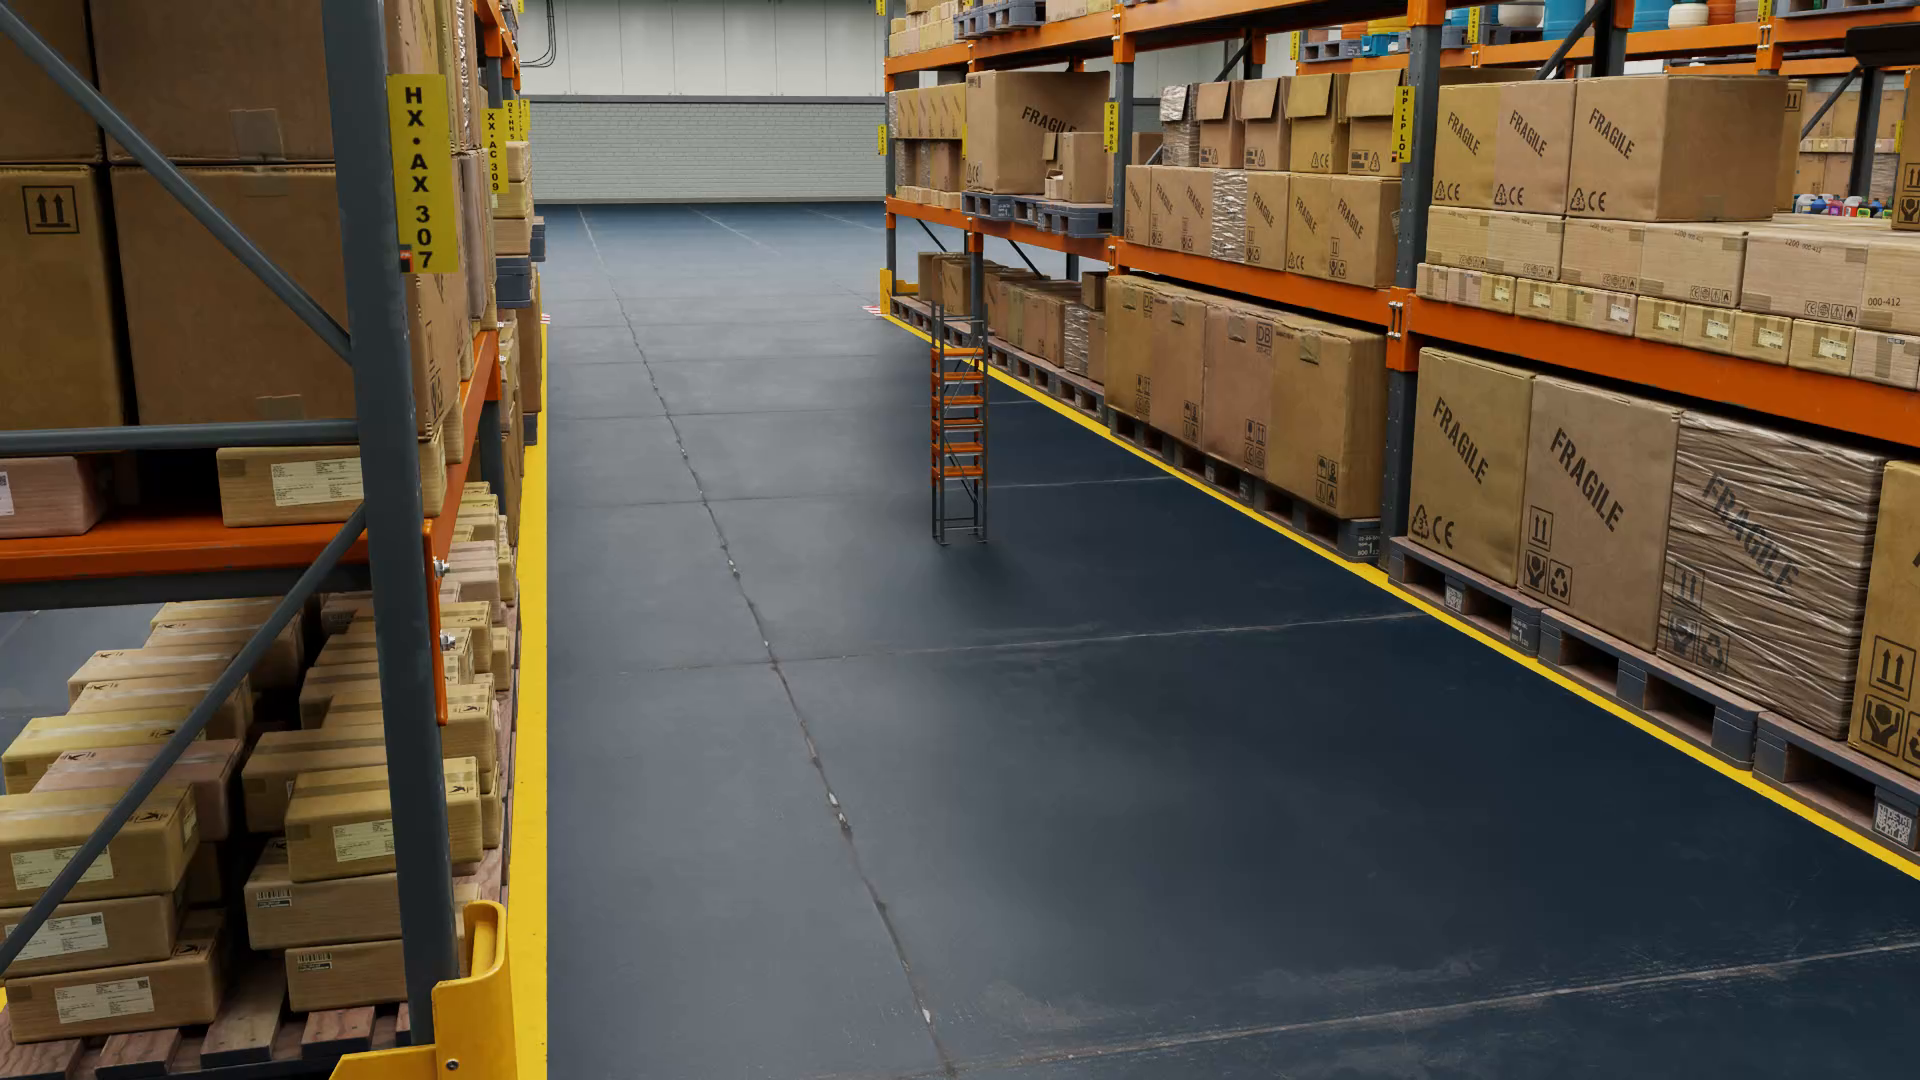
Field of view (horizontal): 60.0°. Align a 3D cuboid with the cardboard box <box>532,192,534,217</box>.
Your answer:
[{"bbox_3d":[-2.746,-1.999,9.935,0.380,0.149,0.250,-3,14,-12],"label":"cardboard box"}]

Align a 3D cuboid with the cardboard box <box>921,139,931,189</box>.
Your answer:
[{"bbox_3d":[0.070,-3.942,17.406,0.875,0.500,0.500,-3,14,-13],"label":"cardboard box"}]

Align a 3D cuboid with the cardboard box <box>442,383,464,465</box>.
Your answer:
[{"bbox_3d":[-1.298,-0.252,3.669,0.380,0.149,0.250,-4,14,-15],"label":"cardboard box"}]

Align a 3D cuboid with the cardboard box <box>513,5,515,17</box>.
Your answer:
[{"bbox_3d":[-4.304,-4.913,15.328,0.380,0.149,0.250,-3,14,-13],"label":"cardboard box"}]

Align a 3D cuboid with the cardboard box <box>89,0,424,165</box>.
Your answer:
[{"bbox_3d":[-1.277,-0.957,3.080,0.500,0.500,0.500,-3,14,-14],"label":"cardboard box"}]

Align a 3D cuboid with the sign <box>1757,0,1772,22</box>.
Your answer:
[{"bbox_3d":[5.818,-3.909,12.006,0.100,0.325,0.005,-3,14,-13],"label":"sign"}]

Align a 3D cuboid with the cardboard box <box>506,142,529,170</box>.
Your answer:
[{"bbox_3d":[-2.446,-1.991,8.645,0.380,0.149,0.250,-3,14,-10],"label":"cardboard box"}]

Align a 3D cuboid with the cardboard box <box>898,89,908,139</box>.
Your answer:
[{"bbox_3d":[-0.367,-4.525,17.685,0.500,0.500,0.500,-3,14,-13],"label":"cardboard box"}]

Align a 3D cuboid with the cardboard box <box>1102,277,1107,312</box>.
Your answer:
[{"bbox_3d":[1.350,-1.775,12.133,0.500,0.250,0.500,-3,14,-11],"label":"cardboard box"}]

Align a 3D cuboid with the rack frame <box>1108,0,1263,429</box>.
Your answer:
[{"bbox_3d":[1.537,-2.259,11.352,1.000,3.000,0.127,-3,14,-13],"label":"rack frame"}]

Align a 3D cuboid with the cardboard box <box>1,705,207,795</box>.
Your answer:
[{"bbox_3d":[-1.988,0.510,3.887,0.380,0.149,0.250,-4,14,-14],"label":"cardboard box"}]

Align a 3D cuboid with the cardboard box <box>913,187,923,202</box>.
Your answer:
[{"bbox_3d":[-0.292,-3.671,17.663,0.380,0.149,0.250,-3,14,-13],"label":"cardboard box"}]

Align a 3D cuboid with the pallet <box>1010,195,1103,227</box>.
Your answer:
[{"bbox_3d":[1.032,-2.620,13.234,1.003,0.211,1.213,-3,14,-13],"label":"pallet"}]

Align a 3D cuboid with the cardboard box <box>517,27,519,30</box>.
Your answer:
[{"bbox_3d":[-4.780,-5.381,17.245,0.380,0.149,0.250,-3,14,-13],"label":"cardboard box"}]

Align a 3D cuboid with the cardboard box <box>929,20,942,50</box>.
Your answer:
[{"bbox_3d":[-0.001,-4.895,16.137,0.500,0.250,0.500,-3,14,-14],"label":"cardboard box"}]

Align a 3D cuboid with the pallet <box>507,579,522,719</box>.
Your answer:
[{"bbox_3d":[-2.177,0.425,6.243,1.003,0.211,1.213,-3,14,-13],"label":"pallet"}]

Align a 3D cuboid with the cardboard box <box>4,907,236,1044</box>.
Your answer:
[{"bbox_3d":[-1.756,0.911,3.499,0.380,0.149,0.250,-3,14,-12],"label":"cardboard box"}]

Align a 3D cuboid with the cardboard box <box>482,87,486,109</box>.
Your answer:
[{"bbox_3d":[-3.524,-2.761,11.088,0.700,0.500,0.500,-3,14,-14],"label":"cardboard box"}]

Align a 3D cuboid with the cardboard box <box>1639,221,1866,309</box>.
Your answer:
[{"bbox_3d":[2.679,-0.936,5.628,0.500,0.250,0.500,-3,14,-13],"label":"cardboard box"}]

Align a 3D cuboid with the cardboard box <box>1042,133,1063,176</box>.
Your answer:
[{"bbox_3d":[1.094,-3.041,13.451,0.797,0.503,0.637,-2,14,-7],"label":"cardboard box"}]

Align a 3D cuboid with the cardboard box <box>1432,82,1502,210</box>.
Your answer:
[{"bbox_3d":[2.340,-1.647,6.958,0.500,0.500,0.500,-3,14,-13],"label":"cardboard box"}]

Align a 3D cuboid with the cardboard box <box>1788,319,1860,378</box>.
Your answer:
[{"bbox_3d":[2.771,-0.590,5.053,0.380,0.149,0.250,-4,14,-14],"label":"cardboard box"}]

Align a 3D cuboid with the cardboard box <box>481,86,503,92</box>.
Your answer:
[{"bbox_3d":[-4.301,-3.613,14.303,0.875,0.550,0.550,-3,14,-13],"label":"cardboard box"}]

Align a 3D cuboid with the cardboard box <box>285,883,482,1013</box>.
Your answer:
[{"bbox_3d":[-1.241,0.882,3.618,0.380,0.149,0.250,-3,14,-12],"label":"cardboard box"}]

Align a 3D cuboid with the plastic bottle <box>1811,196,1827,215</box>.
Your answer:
[{"bbox_3d":[6.139,-2.326,11.899,0.097,0.271,0.097,0,14,0],"label":"plastic bottle"}]

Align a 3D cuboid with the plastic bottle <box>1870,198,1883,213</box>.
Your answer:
[{"bbox_3d":[6.307,-2.223,11.476,0.097,0.271,0.097,0,14,0],"label":"plastic bottle"}]

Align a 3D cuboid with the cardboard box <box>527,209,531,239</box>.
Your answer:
[{"bbox_3d":[-2.198,-1.461,7.730,0.380,0.149,0.250,-3,14,-13],"label":"cardboard box"}]

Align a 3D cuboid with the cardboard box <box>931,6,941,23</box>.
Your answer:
[{"bbox_3d":[-0.074,-5.122,16.228,0.380,0.149,0.250,-3,14,-11],"label":"cardboard box"}]

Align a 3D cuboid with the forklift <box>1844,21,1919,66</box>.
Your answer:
[{"bbox_3d":[4.892,-1.395,7.961,1.130,2.935,3.031,-3,14,-12],"label":"forklift"}]

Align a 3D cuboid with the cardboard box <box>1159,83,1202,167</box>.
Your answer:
[{"bbox_3d":[1.693,-2.625,10.527,0.797,0.503,0.637,-3,14,-11],"label":"cardboard box"}]

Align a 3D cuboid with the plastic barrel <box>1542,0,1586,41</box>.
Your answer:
[{"bbox_3d":[5.742,-5.053,15.413,0.600,0.901,0.708,-3,14,-13],"label":"plastic barrel"}]

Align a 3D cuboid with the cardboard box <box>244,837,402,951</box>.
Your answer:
[{"bbox_3d":[-1.303,0.741,3.568,0.380,0.149,0.250,-3,14,-11],"label":"cardboard box"}]

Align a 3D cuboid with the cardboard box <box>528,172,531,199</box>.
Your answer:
[{"bbox_3d":[-2.445,-1.846,8.680,0.380,0.149,0.250,-3,14,-12],"label":"cardboard box"}]

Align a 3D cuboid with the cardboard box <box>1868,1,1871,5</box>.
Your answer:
[{"bbox_3d":[9.963,-5.899,18.534,0.797,0.503,0.637,-2,14,-7],"label":"cardboard box"}]

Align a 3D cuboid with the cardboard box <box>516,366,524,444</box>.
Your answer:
[{"bbox_3d":[-2.781,-0.738,9.510,0.500,0.500,0.500,-3,14,-11],"label":"cardboard box"}]

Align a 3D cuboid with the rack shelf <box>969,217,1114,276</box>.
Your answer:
[{"bbox_3d":[1.067,-2.371,13.326,1.077,0.370,4.000,-3,14,-13],"label":"rack shelf"}]

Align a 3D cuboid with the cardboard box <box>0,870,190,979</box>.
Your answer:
[{"bbox_3d":[-1.831,0.771,3.448,0.380,0.149,0.250,-4,14,-15],"label":"cardboard box"}]

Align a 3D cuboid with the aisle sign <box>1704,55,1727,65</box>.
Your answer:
[{"bbox_3d":[9.558,-5.950,20.983,0.394,0.787,0.004,-3,14,-13],"label":"aisle sign"}]

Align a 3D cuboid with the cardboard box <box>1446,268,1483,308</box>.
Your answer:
[{"bbox_3d":[2.284,-1.066,7.001,0.380,0.149,0.250,-4,14,-15],"label":"cardboard box"}]

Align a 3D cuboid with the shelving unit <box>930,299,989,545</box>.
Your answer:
[{"bbox_3d":[-0.003,-0.586,8.298,0.258,1.200,0.189,-3,14,-13],"label":"shelving unit"}]

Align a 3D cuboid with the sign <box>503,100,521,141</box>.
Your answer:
[{"bbox_3d":[-2.783,-2.562,10.320,0.100,0.325,0.005,-3,14,-13],"label":"sign"}]

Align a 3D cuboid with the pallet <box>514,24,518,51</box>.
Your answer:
[{"bbox_3d":[-5.003,-5.095,16.826,1.003,0.211,1.213,-3,14,-13],"label":"pallet"}]

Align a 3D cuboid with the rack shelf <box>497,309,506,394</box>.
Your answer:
[{"bbox_3d":[-2.838,-1.195,8.512,1.077,0.370,4.000,-3,14,-13],"label":"rack shelf"}]

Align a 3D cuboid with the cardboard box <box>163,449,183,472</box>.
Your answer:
[{"bbox_3d":[-1.876,-0.214,3.511,0.380,0.149,0.250,-3,14,-14],"label":"cardboard box"}]

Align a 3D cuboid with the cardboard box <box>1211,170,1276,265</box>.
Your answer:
[{"bbox_3d":[1.749,-1.828,9.377,0.500,0.500,0.500,-3,14,-13],"label":"cardboard box"}]

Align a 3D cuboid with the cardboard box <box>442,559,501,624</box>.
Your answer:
[{"bbox_3d":[-1.654,0.174,5.265,0.380,0.149,0.250,-4,14,-15],"label":"cardboard box"}]

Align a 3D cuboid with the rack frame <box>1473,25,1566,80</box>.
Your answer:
[{"bbox_3d":[5.412,-3.457,16.259,1.000,3.000,0.127,-3,14,-13],"label":"rack frame"}]

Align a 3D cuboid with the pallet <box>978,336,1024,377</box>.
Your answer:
[{"bbox_3d":[0.782,-1.647,14.725,1.003,0.211,1.213,-3,14,-13],"label":"pallet"}]

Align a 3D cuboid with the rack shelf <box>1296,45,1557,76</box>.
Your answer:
[{"bbox_3d":[4.942,-5.027,17.877,1.077,0.370,4.000,-3,14,-13],"label":"rack shelf"}]

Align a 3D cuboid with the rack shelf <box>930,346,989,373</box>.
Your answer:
[{"bbox_3d":[-0.003,-0.893,8.223,0.258,0.103,0.180,-3,14,-13],"label":"rack shelf"}]

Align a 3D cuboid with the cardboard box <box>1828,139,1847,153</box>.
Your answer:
[{"bbox_3d":[9.773,-4.325,18.233,0.380,0.149,0.250,-3,14,-13],"label":"cardboard box"}]
